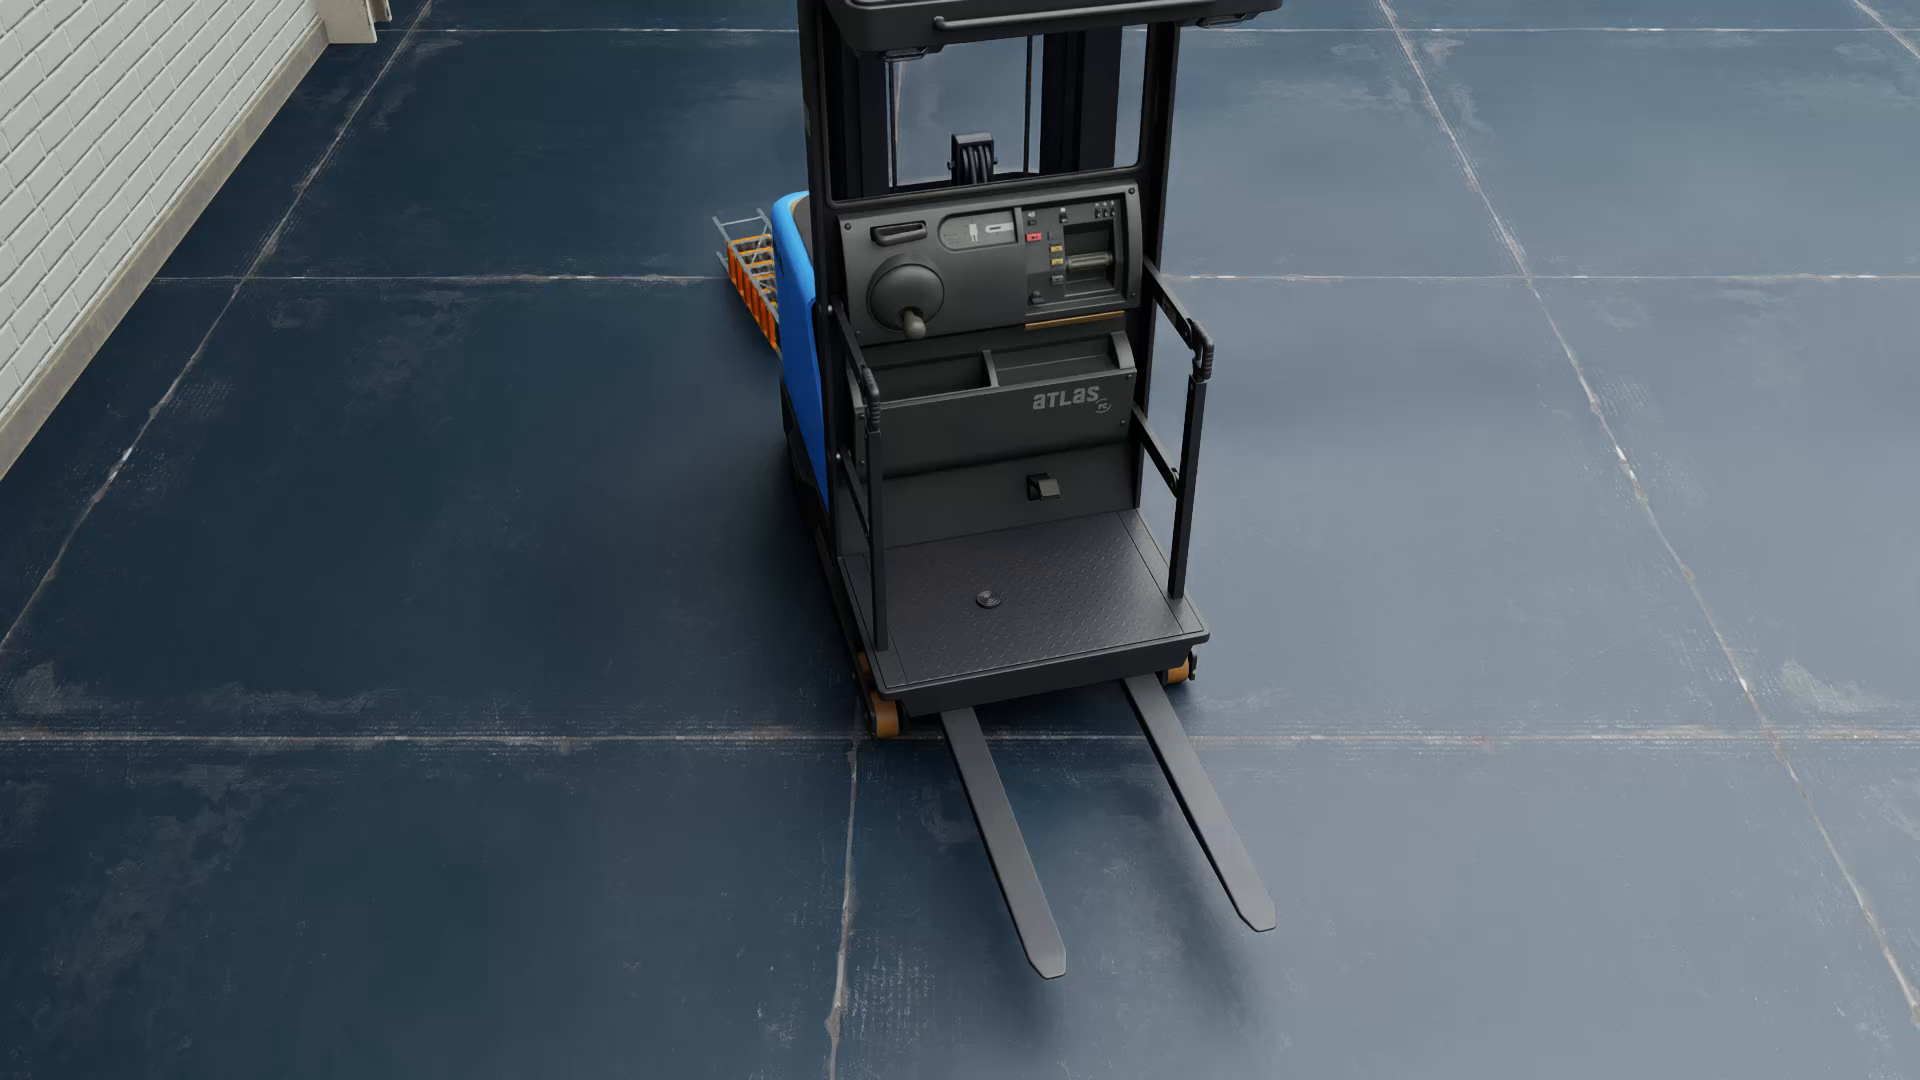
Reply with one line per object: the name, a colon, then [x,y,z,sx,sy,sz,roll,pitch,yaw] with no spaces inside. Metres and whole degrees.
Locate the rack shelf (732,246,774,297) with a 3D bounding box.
rack shelf: [-0.906,-1.243,7.646,0.258,0.180,0.103,-15,41,-17]

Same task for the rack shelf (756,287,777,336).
rack shelf: [-0.768,-1.035,7.386,0.258,0.180,0.103,-15,41,-17]

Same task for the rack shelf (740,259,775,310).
rack shelf: [-0.860,-1.173,7.559,0.258,0.180,0.103,-15,41,-17]

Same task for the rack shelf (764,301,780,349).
rack shelf: [-0.722,-0.965,7.300,0.258,0.180,0.103,-15,41,-17]

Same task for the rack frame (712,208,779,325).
rack frame: [-0.831,-1.201,7.448,0.240,0.006,1.200,-15,41,-17]

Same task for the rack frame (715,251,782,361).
rack frame: [-0.831,-1.058,7.562,0.240,0.006,1.200,-15,41,-17]

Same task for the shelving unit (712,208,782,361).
shelving unit: [-0.831,-1.130,7.505,0.258,0.189,1.200,-15,41,-17]

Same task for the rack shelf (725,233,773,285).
rack shelf: [-0.952,-1.312,7.732,0.258,0.180,0.103,-15,41,-17]

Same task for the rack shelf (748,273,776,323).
rack shelf: [-0.814,-1.104,7.473,0.258,0.180,0.103,-15,41,-17]

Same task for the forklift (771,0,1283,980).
forklift: [0.159,-0.768,4.864,1.130,2.935,3.031,-9,40,-12]
